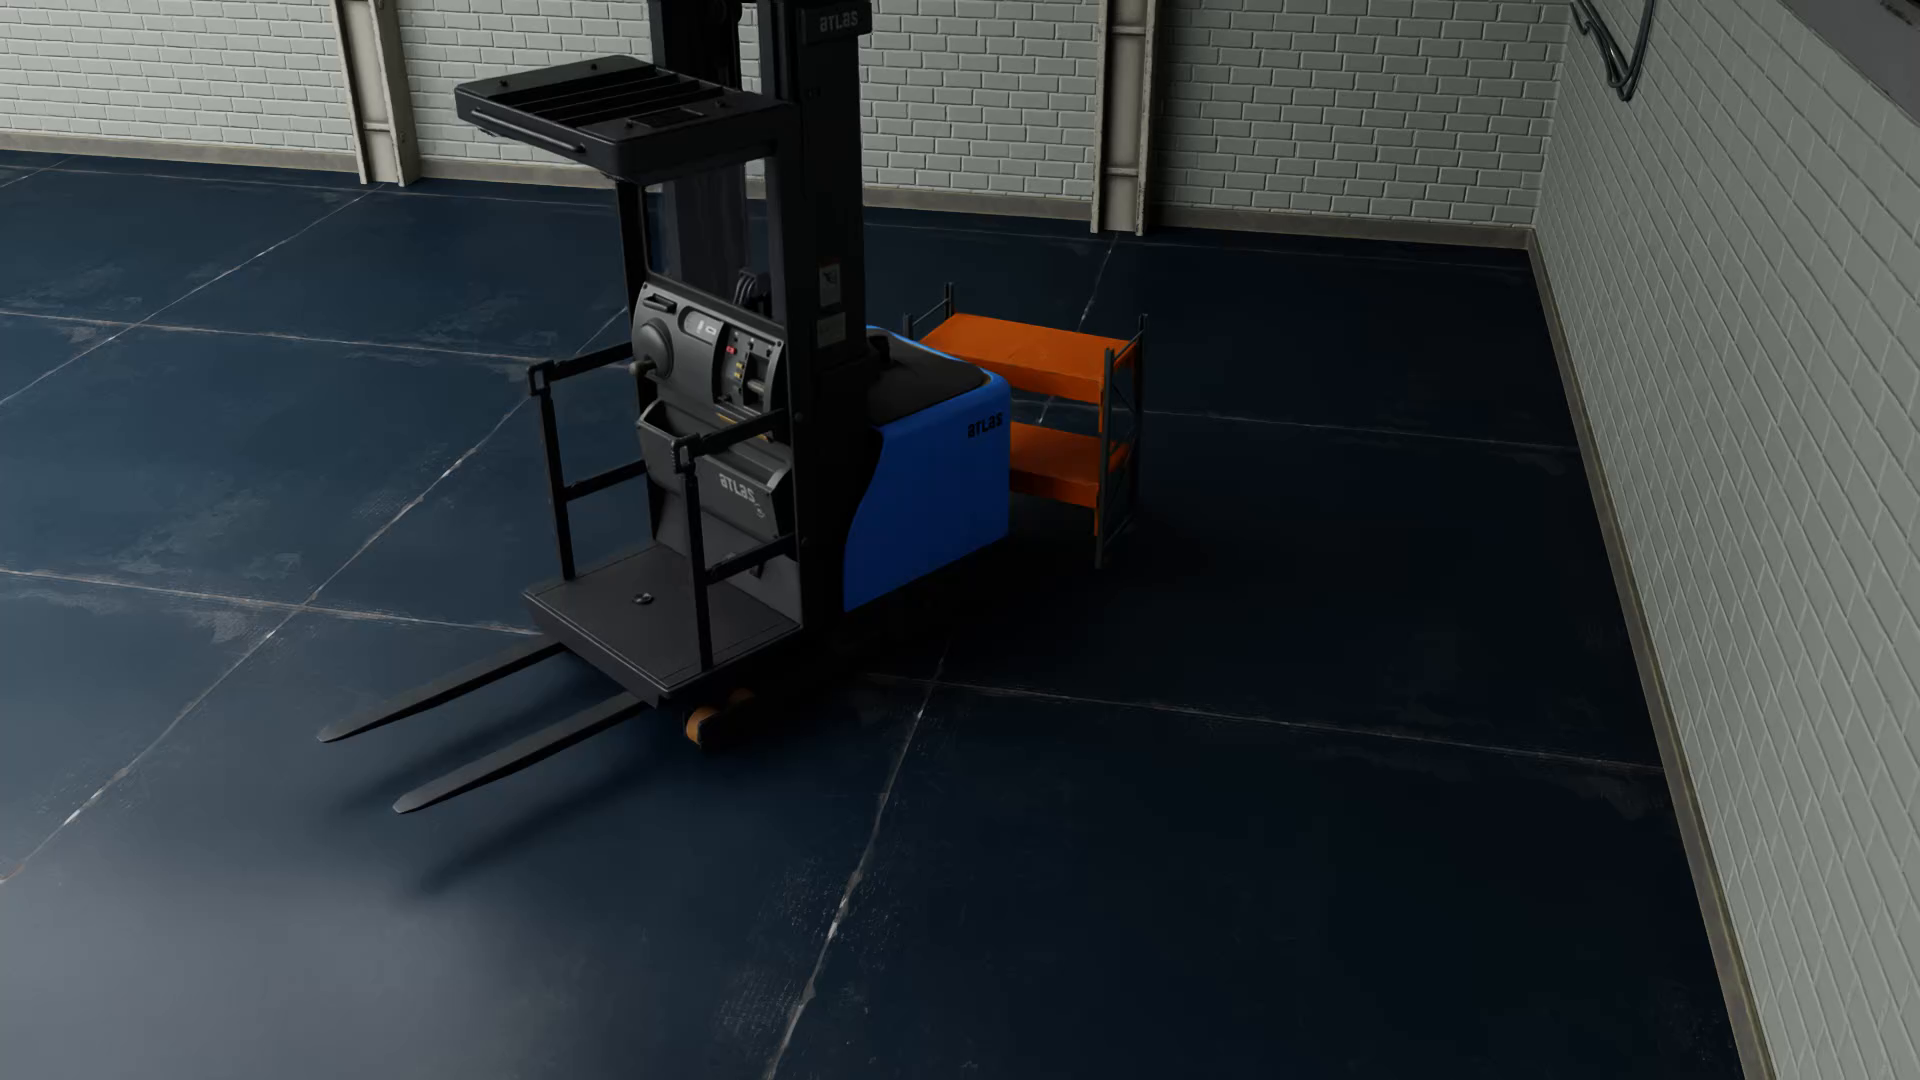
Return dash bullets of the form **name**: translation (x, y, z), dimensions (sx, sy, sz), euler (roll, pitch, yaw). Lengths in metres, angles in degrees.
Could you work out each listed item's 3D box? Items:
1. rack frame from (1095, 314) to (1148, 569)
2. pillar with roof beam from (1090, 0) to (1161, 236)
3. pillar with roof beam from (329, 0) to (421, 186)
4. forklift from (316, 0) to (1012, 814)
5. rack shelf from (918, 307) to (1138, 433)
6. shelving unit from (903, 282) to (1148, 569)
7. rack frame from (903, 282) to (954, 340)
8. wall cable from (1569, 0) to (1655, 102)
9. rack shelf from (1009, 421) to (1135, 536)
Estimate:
- **rack frame**: translation (0.770, -0.466, 7.930), dimensions (0.032, 1.125, 0.500), euler (13, 31, 22)
- **pillar with roof beam**: translation (0.305, -4.283, 6.703), dimensions (0.400, 9.000, 9.100), euler (6, 29, 11)
- **pillar with roof beam**: translation (-5.563, -4.885, 7.802), dimensions (0.400, 9.000, 9.100), euler (6, 29, 11)
- **forklift**: translation (-1.166, -0.727, 6.525), dimensions (3.031, 2.935, 1.130), euler (-25, 37, -38)
- **rack shelf**: translation (0.310, -0.827, 7.979), dimensions (1.000, 0.278, 0.538), euler (13, 31, 22)
- **shelving unit**: translation (0.310, -0.570, 8.120), dimensions (1.048, 1.125, 0.538), euler (13, 31, 22)
- **rack frame**: translation (-0.150, -0.674, 8.310), dimensions (0.032, 1.125, 0.500), euler (13, 31, 22)
- **wall cable**: translation (3.809, -4.027, 9.468), dimensions (0.112, 2.526, 3.097), euler (6, 29, 11)
- **rack shelf**: translation (0.310, -0.356, 8.237), dimensions (1.000, 0.278, 0.538), euler (13, 31, 22)
